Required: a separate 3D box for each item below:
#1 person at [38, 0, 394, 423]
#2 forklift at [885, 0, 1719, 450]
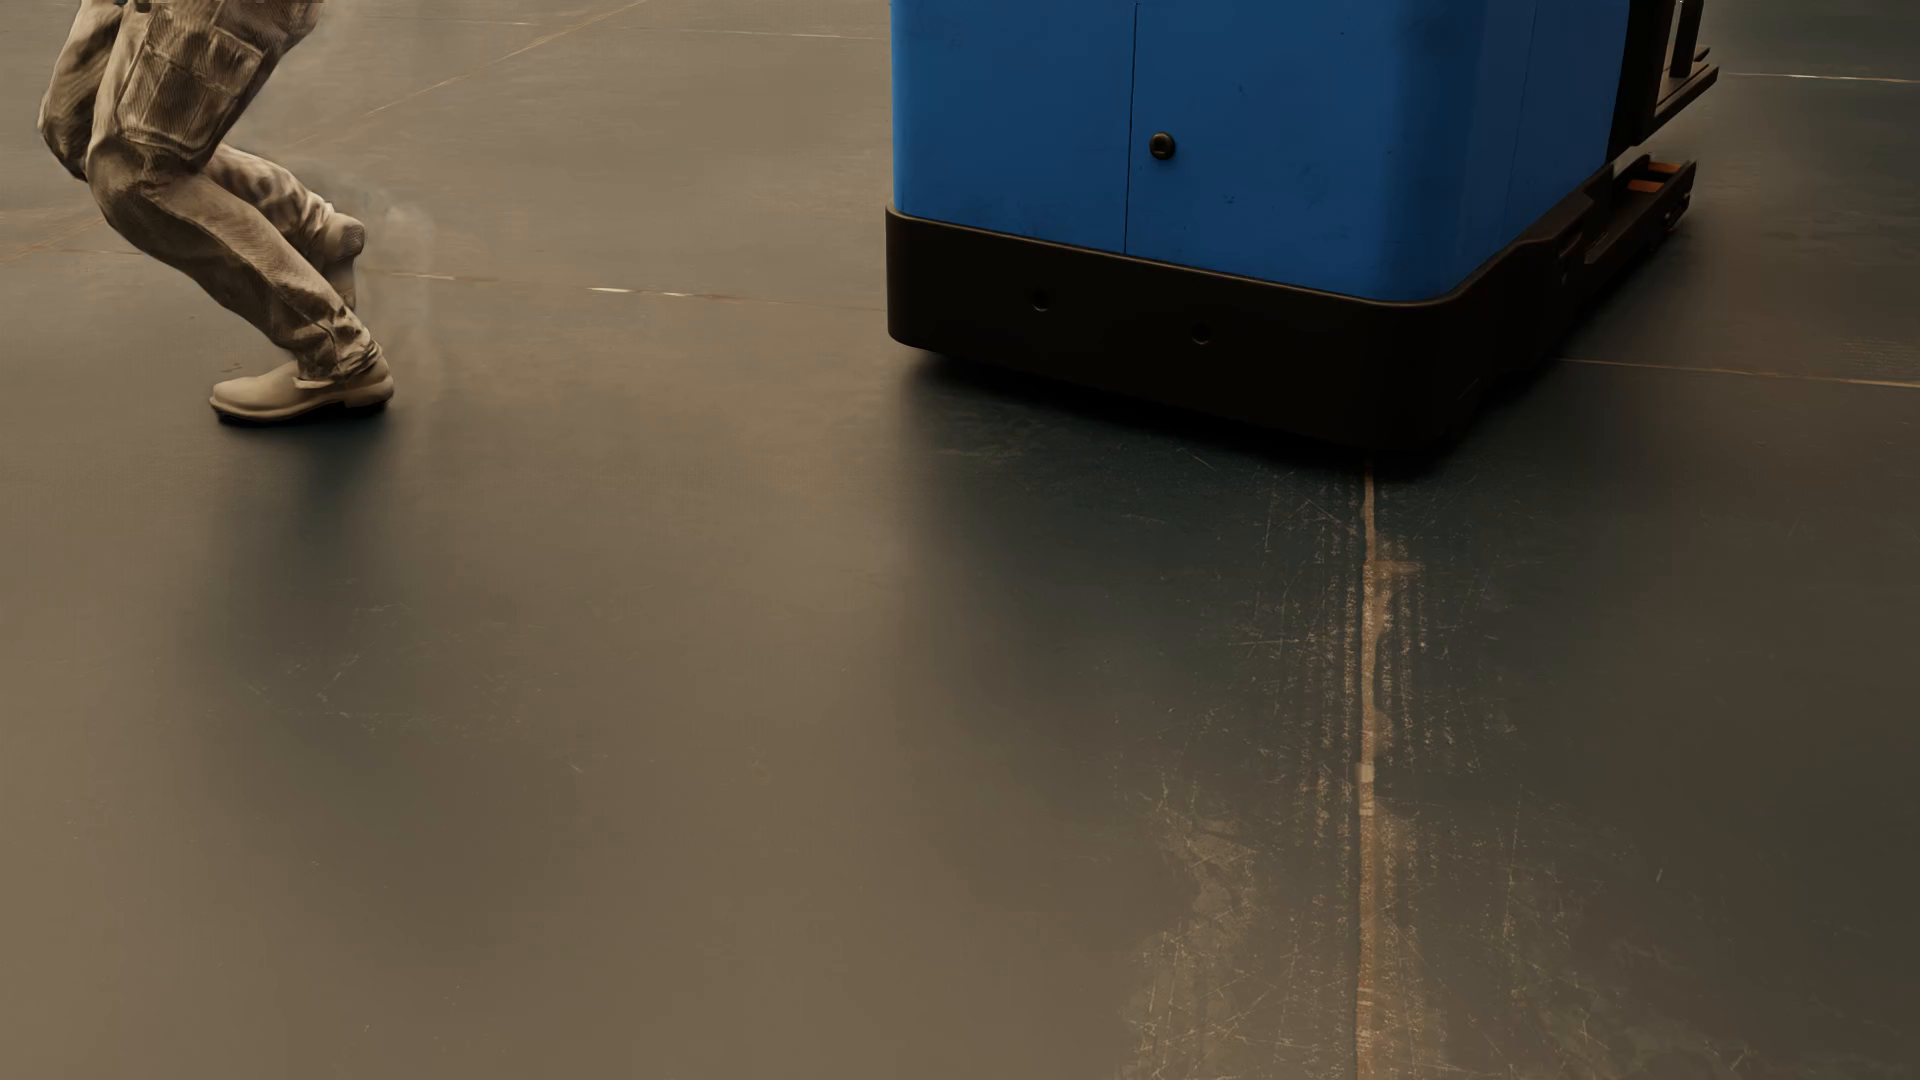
[{"bbox_3d":[-1.304,-0.993,2.762,0.540,1.625,1.015,-19,33,-33],"label":"person"},{"bbox_3d":[1.086,-2.067,3.343,1.130,2.935,3.031,16,31,29],"label":"forklift"}]
